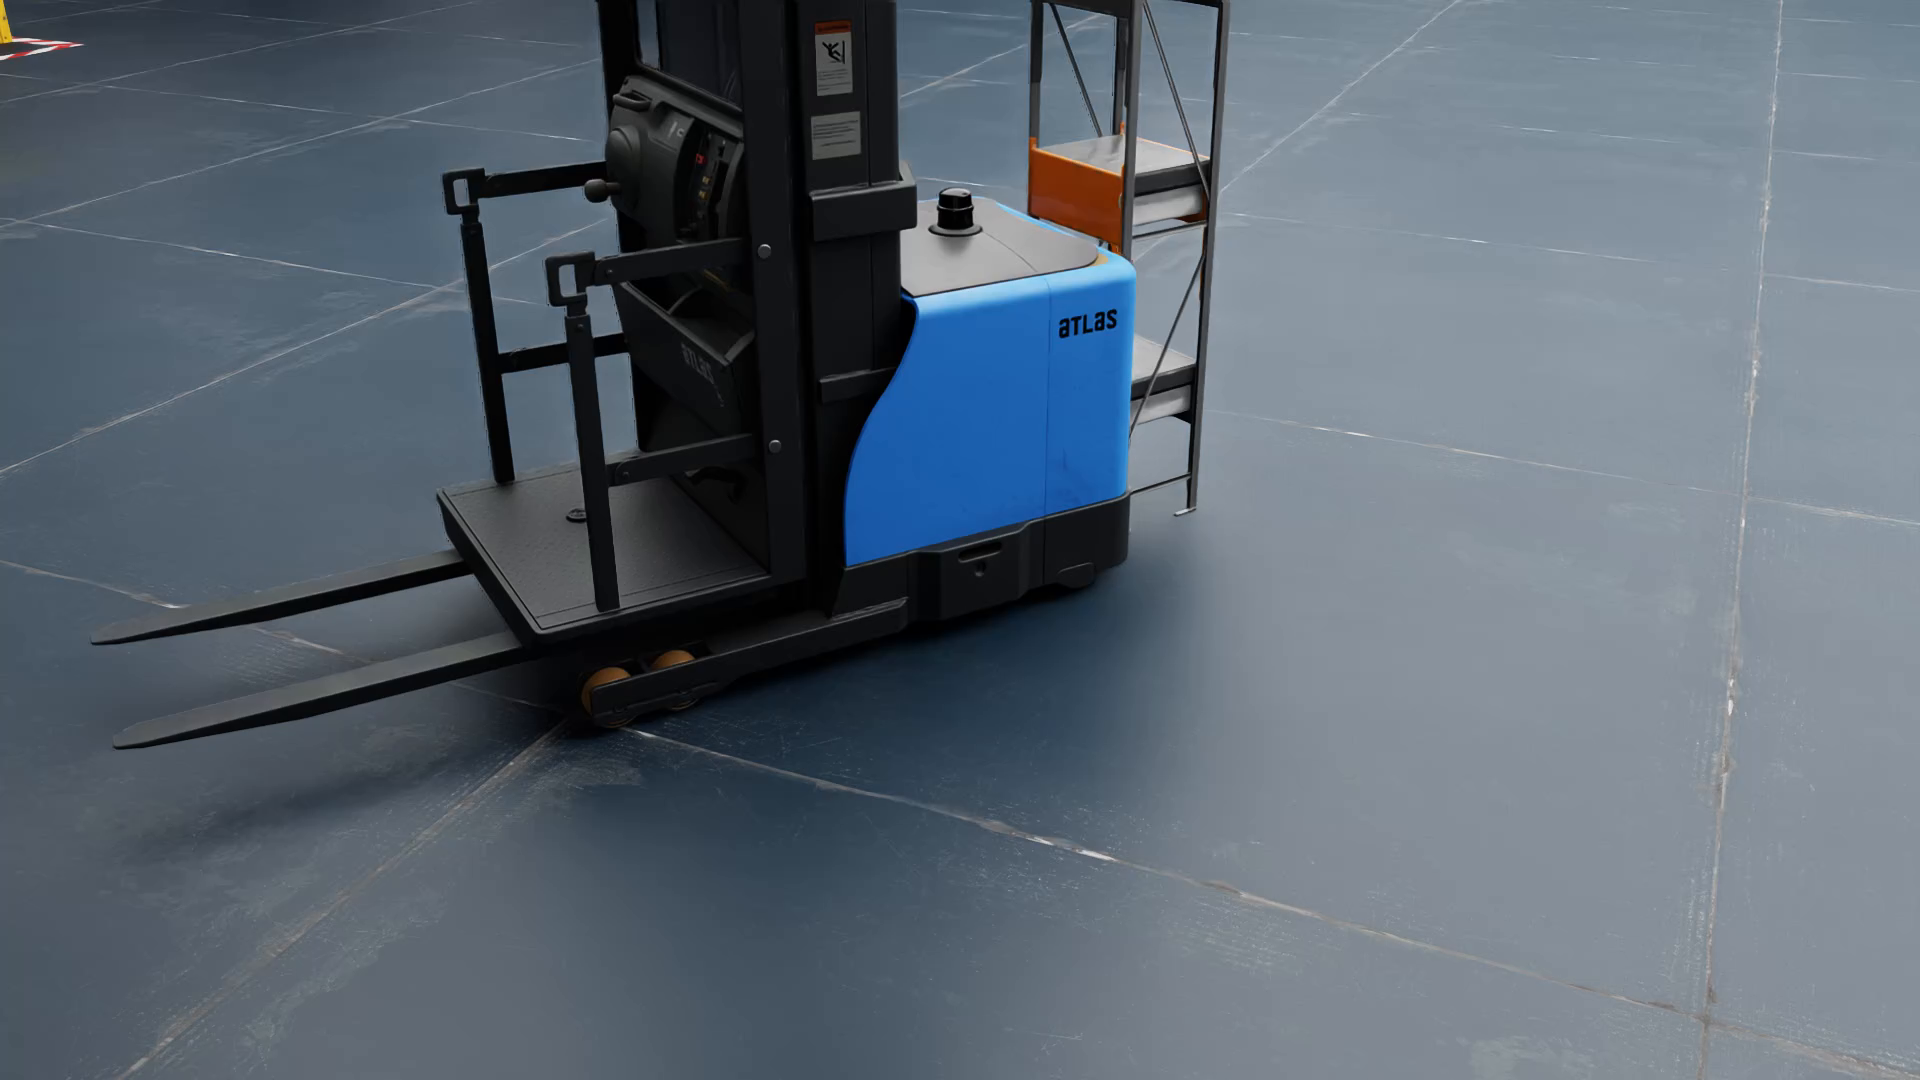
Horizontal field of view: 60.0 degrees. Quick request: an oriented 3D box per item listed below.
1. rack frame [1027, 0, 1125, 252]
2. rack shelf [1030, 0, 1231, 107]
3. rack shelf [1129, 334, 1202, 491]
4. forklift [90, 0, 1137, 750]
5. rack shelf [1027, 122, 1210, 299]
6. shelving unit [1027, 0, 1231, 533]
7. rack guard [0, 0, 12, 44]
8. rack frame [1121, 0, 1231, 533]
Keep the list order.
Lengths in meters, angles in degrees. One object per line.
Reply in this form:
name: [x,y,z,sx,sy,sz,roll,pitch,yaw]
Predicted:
rack frame: [0.396,-1.173,5.755,0.400,2.100,0.015,-17,31,-31]
rack shelf: [0.538,-1.701,5.273,0.431,0.518,0.480,-17,31,-31]
rack shelf: [0.537,-0.445,5.892,0.431,0.518,0.480,-17,31,-31]
forklift: [-0.982,-1.053,4.570,3.031,2.935,1.130,-14,30,-27]
rack shelf: [0.538,-1.073,5.583,0.431,0.518,0.480,-17,31,-31]
shelving unit: [0.538,-1.085,5.577,0.431,2.100,0.503,-17,31,-31]
rack guard: [-8.754,-4.437,14.195,0.348,0.500,1.175,11,28,22]
rack frame: [0.679,-0.997,5.399,0.400,2.100,0.015,-17,31,-31]
